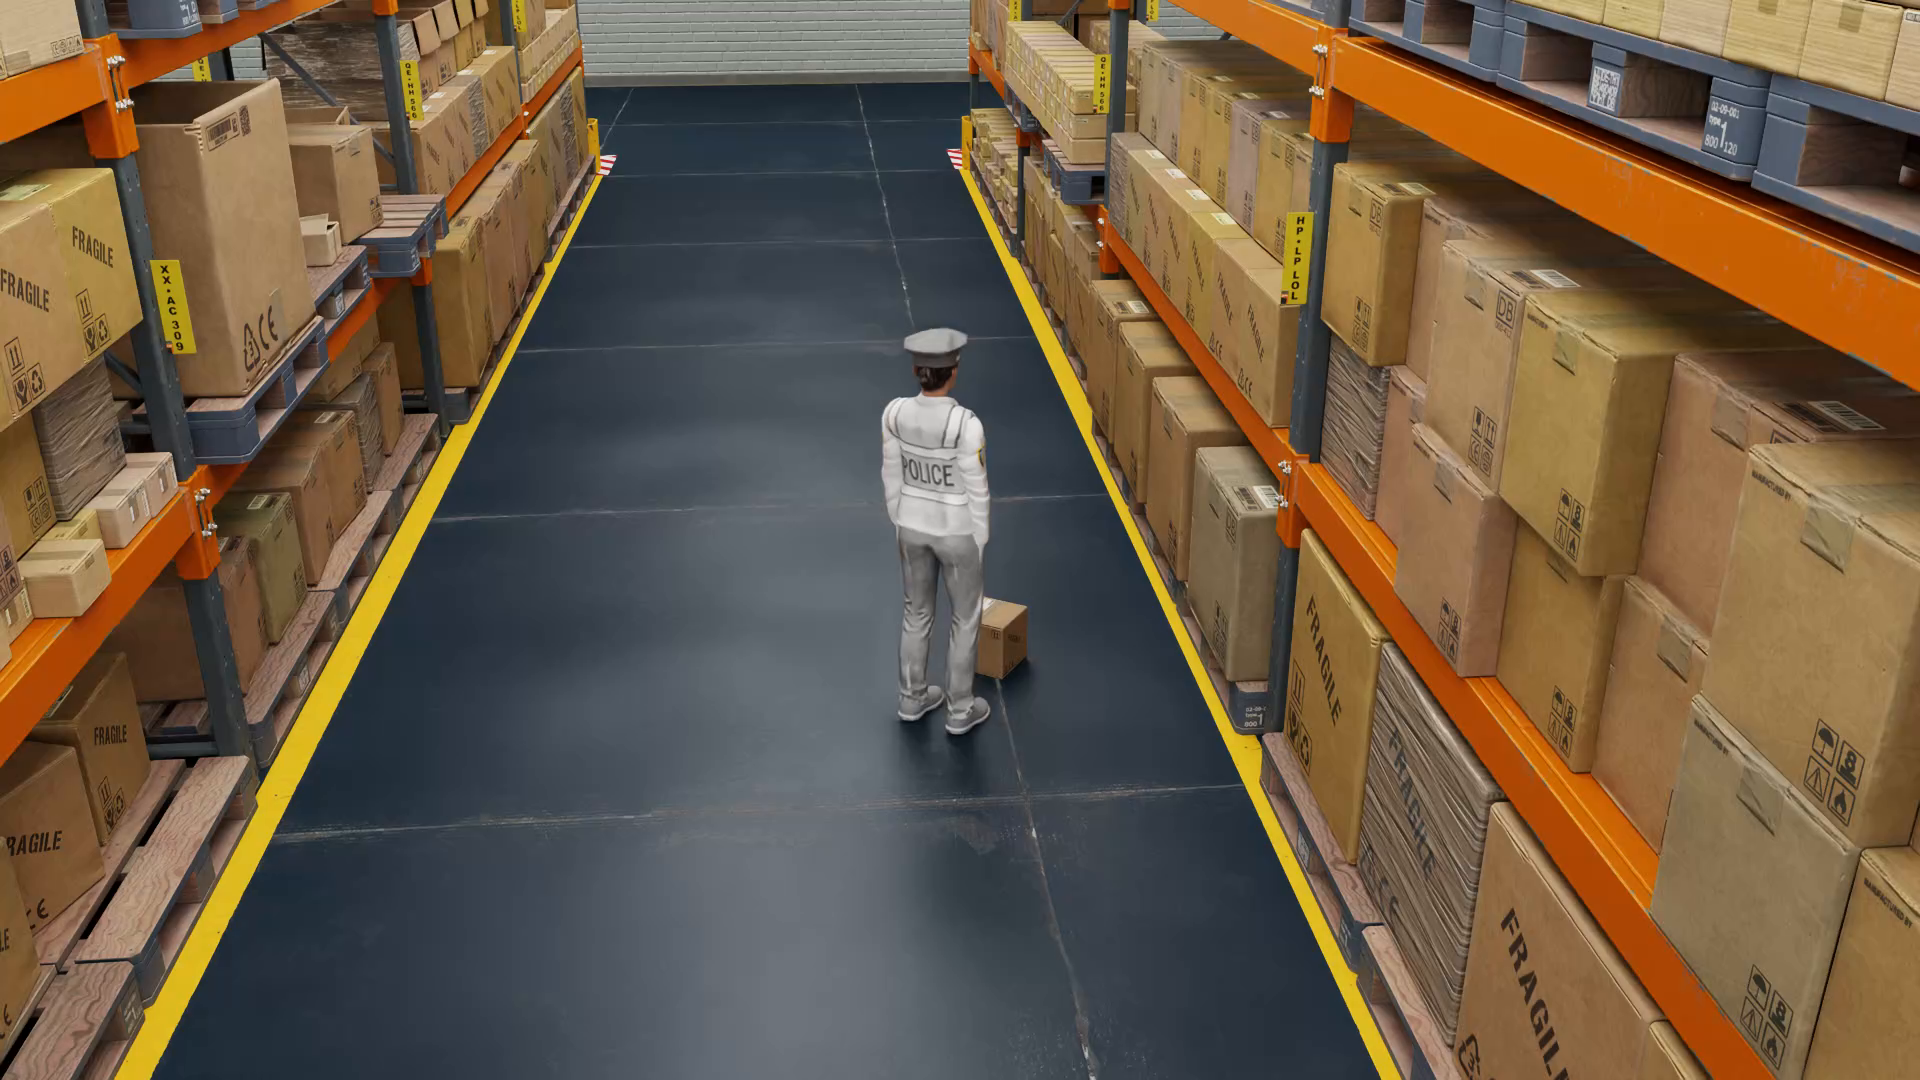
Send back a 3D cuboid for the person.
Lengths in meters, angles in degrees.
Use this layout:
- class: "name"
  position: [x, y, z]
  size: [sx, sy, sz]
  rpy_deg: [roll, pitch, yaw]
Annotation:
- class: "person"
  position: [-0.086, -0.027, 6.668]
  size: [0.469, 1.663, 0.328]
  rpy_deg: [12, 27, 26]
